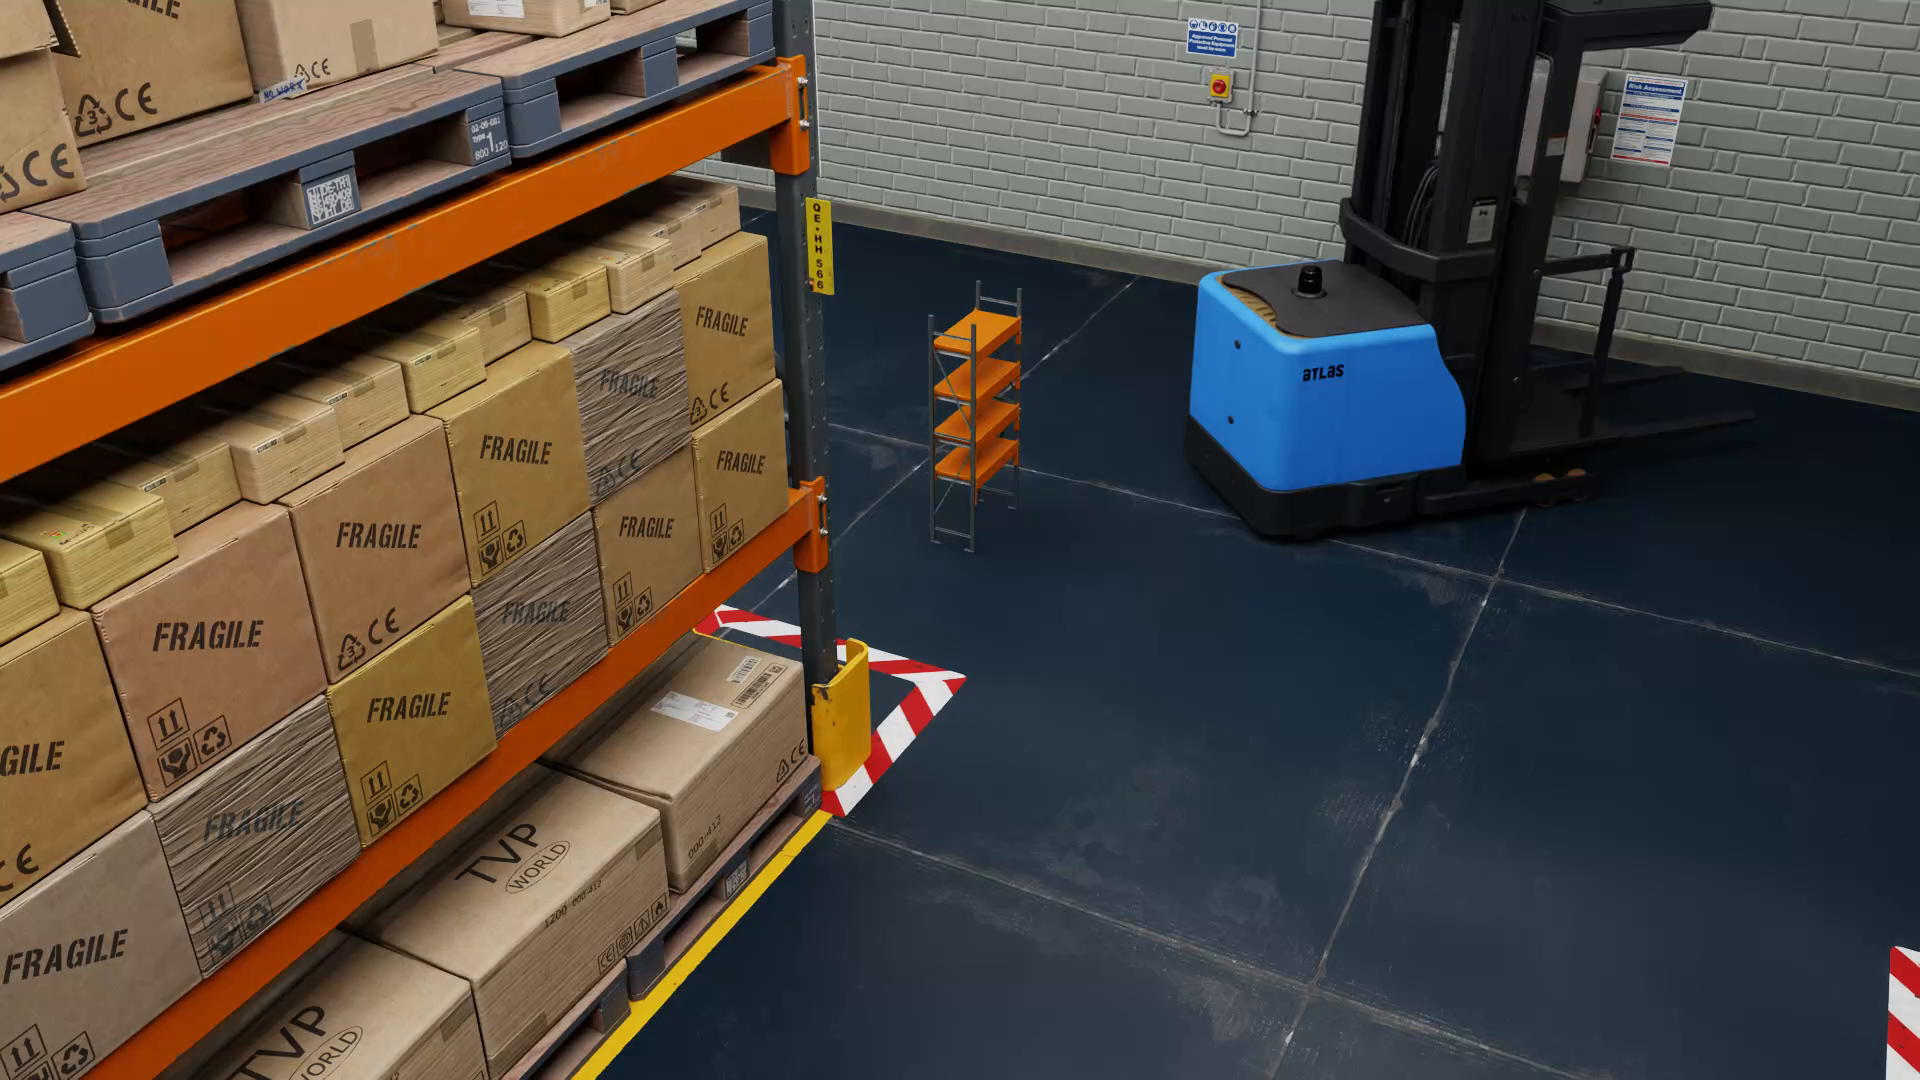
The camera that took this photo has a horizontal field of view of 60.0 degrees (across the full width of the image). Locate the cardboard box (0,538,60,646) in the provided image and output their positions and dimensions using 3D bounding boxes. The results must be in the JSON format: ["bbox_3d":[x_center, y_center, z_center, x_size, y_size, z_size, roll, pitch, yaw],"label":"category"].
[{"bbox_3d":[-2.044,0.097,3.313,0.380,0.149,0.250,14,33,23],"label":"cardboard box"}]

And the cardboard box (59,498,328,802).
[{"bbox_3d":[-1.856,0.193,3.798,0.500,0.500,0.500,15,33,24],"label":"cardboard box"}]

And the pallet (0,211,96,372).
[{"bbox_3d":[-2.386,-0.350,2.924,1.003,0.211,1.213,14,33,23],"label":"pallet"}]

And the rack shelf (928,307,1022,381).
[{"bbox_3d":[0.075,-0.934,7.883,0.258,0.148,0.480,14,33,23],"label":"rack shelf"}]

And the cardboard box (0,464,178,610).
[{"bbox_3d":[-1.897,-0.014,3.506,0.380,0.149,0.250,13,32,22],"label":"cardboard box"}]

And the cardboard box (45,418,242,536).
[{"bbox_3d":[-1.856,-0.144,3.733,0.380,0.149,0.250,14,33,23],"label":"cardboard box"}]

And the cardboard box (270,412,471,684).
[{"bbox_3d":[-1.625,-0.030,4.186,0.500,0.500,0.500,14,33,23],"label":"cardboard box"}]

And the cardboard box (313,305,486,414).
[{"bbox_3d":[-1.464,-0.476,4.311,0.380,0.149,0.250,15,33,24],"label":"cardboard box"}]

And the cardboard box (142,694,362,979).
[{"bbox_3d":[-1.856,0.640,4.023,0.500,0.500,0.500,15,33,24],"label":"cardboard box"}]

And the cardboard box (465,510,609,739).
[{"bbox_3d":[-1.398,0.180,4.825,0.500,0.500,0.500,15,33,25],"label":"cardboard box"}]

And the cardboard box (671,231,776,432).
[{"bbox_3d":[-0.954,-0.709,5.369,0.500,0.500,0.500,15,33,25],"label":"cardboard box"}]

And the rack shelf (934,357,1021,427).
[{"bbox_3d":[0.075,-0.729,8.001,0.258,0.148,0.480,14,33,23],"label":"rack shelf"}]

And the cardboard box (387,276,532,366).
[{"bbox_3d":[-1.402,-0.600,4.527,0.380,0.149,0.250,14,33,23],"label":"cardboard box"}]

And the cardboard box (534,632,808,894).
[{"bbox_3d":[-1.158,0.744,6.093,0.875,0.438,0.875,13,32,22],"label":"cardboard box"}]

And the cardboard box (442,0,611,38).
[{"bbox_3d":[-1.191,-1.494,4.557,0.380,0.149,0.250,12,32,19],"label":"cardboard box"}]

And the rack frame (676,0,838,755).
[{"bbox_3d":[-0.946,-0.500,6.109,1.000,3.000,0.127,14,33,23],"label":"rack frame"}]

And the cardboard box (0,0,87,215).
[{"bbox_3d":[-2.182,-0.903,3.173,0.797,0.503,0.637,17,34,27],"label":"cardboard box"}]

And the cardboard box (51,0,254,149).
[{"bbox_3d":[-1.998,-1.210,3.711,0.500,0.500,0.500,15,33,24],"label":"cardboard box"}]

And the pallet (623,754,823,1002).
[{"bbox_3d":[-1.241,1.081,6.155,1.003,0.211,1.213,14,33,23],"label":"pallet"}]

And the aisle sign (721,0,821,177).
[{"bbox_3d":[-0.637,-1.589,5.395,0.394,0.787,0.004,14,33,23],"label":"aisle sign"}]

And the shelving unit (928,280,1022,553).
[{"bbox_3d":[0.075,-0.594,8.079,0.258,1.200,0.503,14,33,23],"label":"shelving unit"}]

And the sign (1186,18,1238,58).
[{"bbox_3d":[1.587,-3.161,10.470,0.327,0.218,0.001,14,33,23],"label":"sign"}]

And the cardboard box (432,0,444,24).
[{"bbox_3d":[-1.646,-1.487,4.546,0.380,0.149,0.250,16,33,25],"label":"cardboard box"}]

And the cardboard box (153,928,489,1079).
[{"bbox_3d":[-1.979,1.551,4.688,0.875,0.438,0.875,13,32,22],"label":"cardboard box"}]

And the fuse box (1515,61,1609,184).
[{"bbox_3d":[3.406,-1.905,9.850,0.539,1.711,0.414,14,33,23],"label":"fuse box"}]

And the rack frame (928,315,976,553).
[{"bbox_3d":[-0.036,-0.486,7.891,0.240,1.200,0.015,14,33,23],"label":"rack frame"}]

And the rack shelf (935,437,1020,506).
[{"bbox_3d":[0.075,-0.363,8.211,0.258,0.148,0.480,14,33,23],"label":"rack shelf"}]

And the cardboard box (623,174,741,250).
[{"bbox_3d":[-0.931,-1.054,5.317,0.380,0.149,0.250,15,33,24],"label":"cardboard box"}]

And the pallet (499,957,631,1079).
[{"bbox_3d":[-1.797,1.620,5.217,1.003,0.211,1.213,14,33,23],"label":"pallet"}]

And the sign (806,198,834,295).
[{"bbox_3d":[-0.469,-0.976,5.537,0.100,0.325,0.005,14,33,23],"label":"sign"}]

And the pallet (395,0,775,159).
[{"bbox_3d":[-1.275,-1.431,4.807,1.003,0.211,1.213,14,33,23],"label":"pallet"}]

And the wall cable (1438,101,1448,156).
[{"bbox_3d":[2.870,-3.129,9.667,0.588,1.984,0.122,14,33,23],"label":"wall cable"}]

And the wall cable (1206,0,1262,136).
[{"bbox_3d":[1.602,-3.459,10.210,0.585,1.953,0.123,14,33,23],"label":"wall cable"}]

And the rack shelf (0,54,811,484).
[{"bbox_3d":[-1.857,-0.602,3.997,1.077,0.370,4.000,14,33,23],"label":"rack shelf"}]

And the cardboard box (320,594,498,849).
[{"bbox_3d":[-1.621,0.411,4.421,0.500,0.500,0.500,15,33,25],"label":"cardboard box"}]

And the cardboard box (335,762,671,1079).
[{"bbox_3d":[-1.567,1.152,5.384,0.875,0.438,0.875,15,33,25],"label":"cardboard box"}]

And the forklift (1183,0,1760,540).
[{"bbox_3d":[2.775,-1.685,8.242,3.031,2.935,1.130,-9,31,-15],"label":"forklift"}]

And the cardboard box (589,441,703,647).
[{"bbox_3d":[-1.172,-0.051,5.226,0.500,0.500,0.500,14,33,22],"label":"cardboard box"}]

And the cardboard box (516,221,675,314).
[{"bbox_3d":[-1.068,-0.802,4.879,0.380,0.149,0.250,14,33,23],"label":"cardboard box"}]

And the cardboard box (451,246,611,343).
[{"bbox_3d":[-1.219,-0.700,4.701,0.380,0.149,0.250,15,33,24],"label":"cardboard box"}]

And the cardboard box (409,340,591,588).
[{"bbox_3d":[-1.394,-0.253,4.573,0.500,0.500,0.500,14,33,23],"label":"cardboard box"}]

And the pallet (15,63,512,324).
[{"bbox_3d":[-1.829,-0.888,3.862,1.003,0.211,1.213,14,33,23],"label":"pallet"}]

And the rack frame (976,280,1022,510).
[{"bbox_3d":[0.187,-0.702,8.267,0.240,1.200,0.015,14,33,23],"label":"rack frame"}]

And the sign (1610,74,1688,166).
[{"bbox_3d":[3.940,-2.403,9.517,0.329,0.494,0.001,14,33,23],"label":"sign"}]

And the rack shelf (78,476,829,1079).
[{"bbox_3d":[-1.857,0.698,4.744,1.077,0.370,4.000,14,33,23],"label":"rack shelf"}]

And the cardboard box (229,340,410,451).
[{"bbox_3d":[-1.600,-0.364,4.115,0.380,0.149,0.250,15,33,25],"label":"cardboard box"}]

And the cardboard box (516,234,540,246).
[{"bbox_3d":[-1.410,-1.032,5.278,0.380,0.149,0.250,15,33,24],"label":"cardboard box"}]

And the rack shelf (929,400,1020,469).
[{"bbox_3d":[0.075,-0.535,8.112,0.258,0.148,0.480,14,33,23],"label":"rack shelf"}]

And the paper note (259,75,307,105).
[{"bbox_3d":[-1.385,-0.922,3.405,0.006,0.032,0.123,14,33,23],"label":"paper note"}]

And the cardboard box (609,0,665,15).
[{"bbox_3d":[-1.071,-1.742,4.887,0.500,0.250,0.500,11,32,19],"label":"cardboard box"}]

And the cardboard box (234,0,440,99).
[{"bbox_3d":[-1.672,-1.336,4.119,0.500,0.311,0.500,15,33,24],"label":"cardboard box"}]

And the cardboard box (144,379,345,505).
[{"bbox_3d":[-1.683,-0.237,3.895,0.380,0.149,0.250,14,33,23],"label":"cardboard box"}]

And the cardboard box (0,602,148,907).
[{"bbox_3d":[-2.100,0.417,3.407,0.500,0.500,0.500,14,33,23],"label":"cardboard box"}]

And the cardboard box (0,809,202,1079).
[{"bbox_3d":[-2.088,0.859,3.642,0.500,0.500,0.500,15,33,24],"label":"cardboard box"}]

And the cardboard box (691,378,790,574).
[{"bbox_3d":[-0.930,-0.270,5.607,0.500,0.500,0.500,14,33,24],"label":"cardboard box"}]

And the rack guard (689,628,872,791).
[{"bbox_3d":[-0.935,0.573,6.750,1.175,0.500,0.348,14,33,23],"label":"rack guard"}]

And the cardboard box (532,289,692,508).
[{"bbox_3d":[-1.166,-0.471,4.954,0.500,0.500,0.500,14,33,23],"label":"cardboard box"}]

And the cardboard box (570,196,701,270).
[{"bbox_3d":[-1.025,-0.936,5.112,0.380,0.149,0.250,15,33,24],"label":"cardboard box"}]
